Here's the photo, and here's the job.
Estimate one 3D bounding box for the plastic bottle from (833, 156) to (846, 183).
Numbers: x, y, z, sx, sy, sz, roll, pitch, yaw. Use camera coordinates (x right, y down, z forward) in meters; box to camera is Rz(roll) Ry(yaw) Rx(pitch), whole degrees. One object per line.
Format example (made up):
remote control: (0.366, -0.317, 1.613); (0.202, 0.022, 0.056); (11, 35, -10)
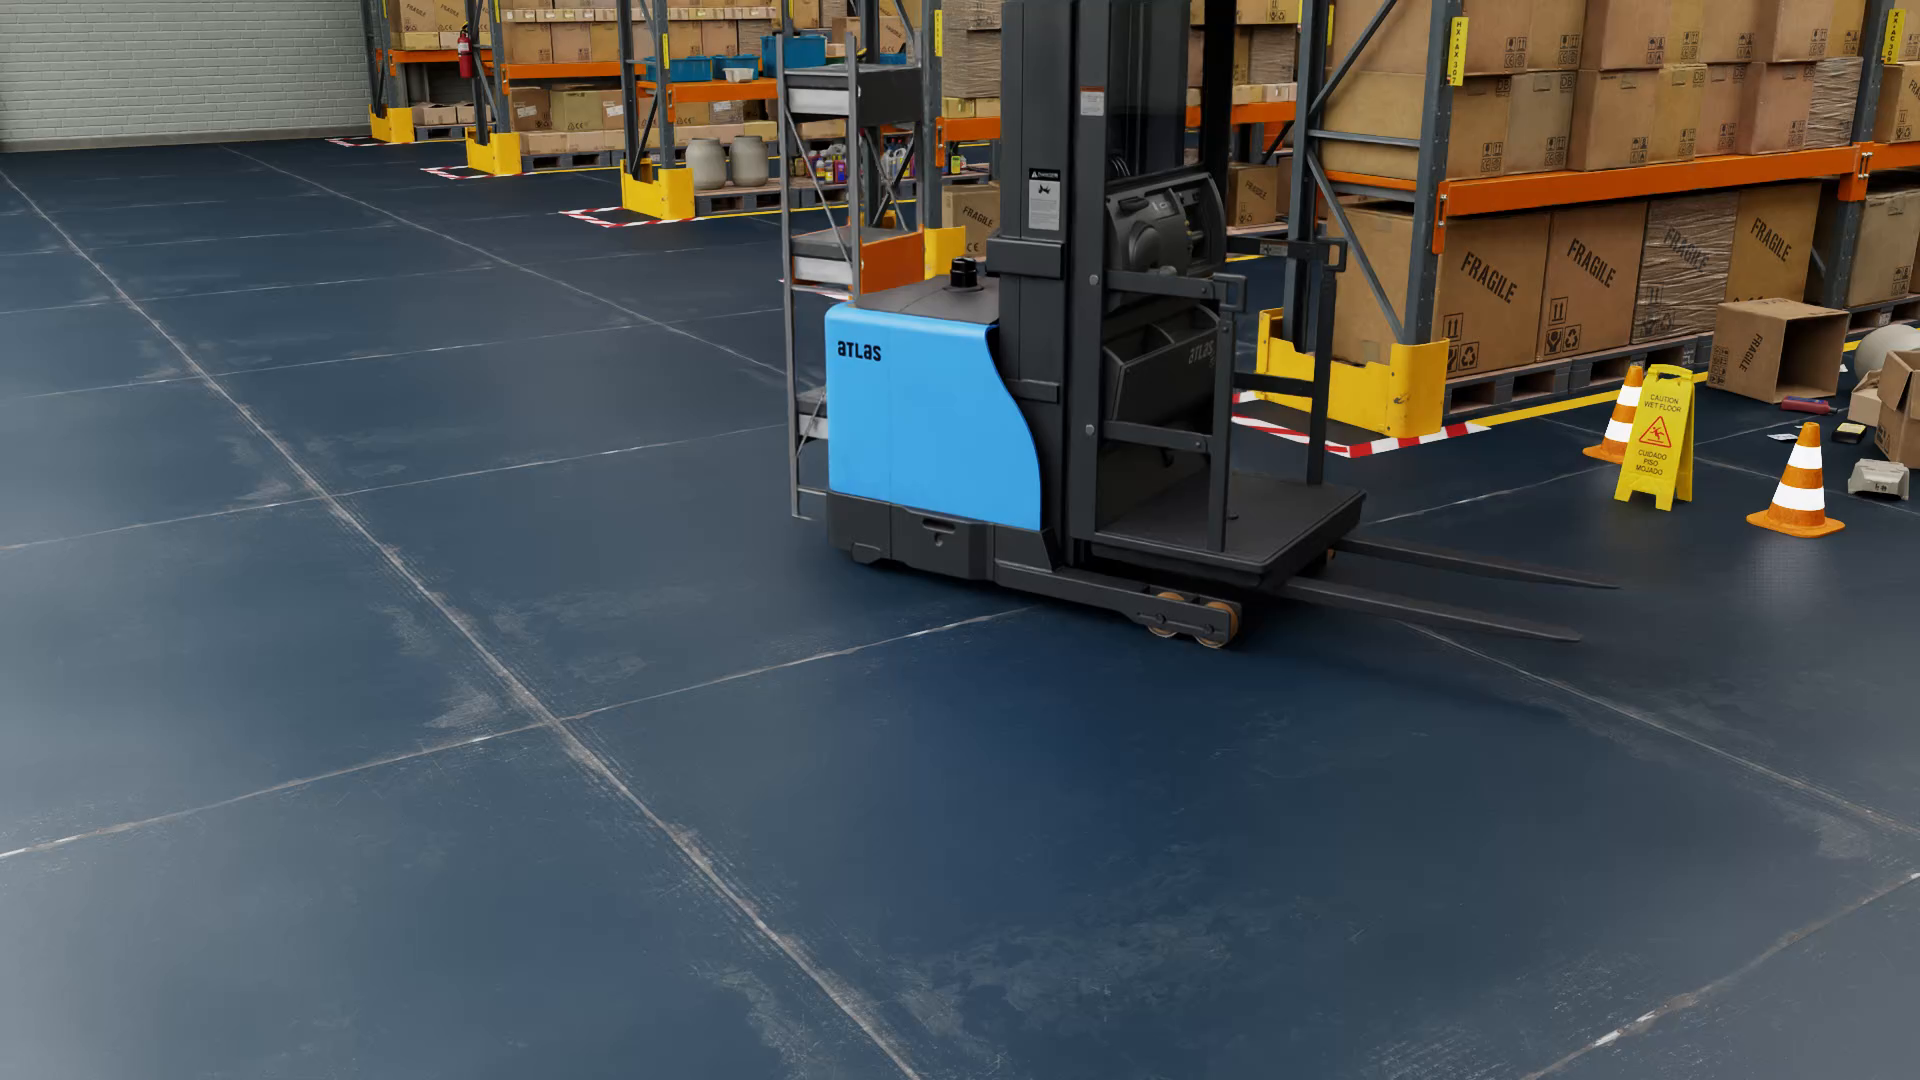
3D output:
plastic bottle: (-1.300, -4.004, 17.958); (0.133, 0.283, 0.061); (-11, 22, -31)

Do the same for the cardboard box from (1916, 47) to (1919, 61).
cardboard box: (6.364, -3.547, 11.337); (0.500, 0.500, 0.700); (-12, 22, -32)

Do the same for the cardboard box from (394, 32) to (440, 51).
cardboard box: (-8.051, -7.400, 24.654); (0.500, 0.250, 0.500); (-13, 22, -33)

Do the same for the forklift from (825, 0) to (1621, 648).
forklift: (0.961, -1.188, 6.182); (3.031, 2.935, 1.130); (11, 22, 30)

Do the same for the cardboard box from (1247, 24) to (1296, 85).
cardboard box: (2.471, -4.316, 14.708); (0.500, 0.500, 0.875); (-12, 22, -31)

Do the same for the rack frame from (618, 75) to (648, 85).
rack frame: (-5.292, -8.165, 26.714); (0.127, 3.000, 1.000); (-12, 22, -31)

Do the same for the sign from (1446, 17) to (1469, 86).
sign: (2.483, -2.440, 8.302); (0.005, 0.325, 0.100); (-12, 22, -31)

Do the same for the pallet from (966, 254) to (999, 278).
pallet: (0.301, -2.312, 13.754); (1.213, 0.211, 1.003); (-12, 22, -31)

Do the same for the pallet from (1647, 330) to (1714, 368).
pallet: (4.846, -1.412, 11.092); (1.213, 0.211, 1.003); (-12, 22, -31)

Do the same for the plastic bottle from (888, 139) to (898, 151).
plastic bottle: (-0.746, -4.438, 19.137); (0.185, 0.351, 0.144); (-11, 22, -30)

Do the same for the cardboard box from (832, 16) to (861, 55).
cardboard box: (-1.474, -7.112, 23.442); (0.500, 0.500, 0.500); (-10, 21, -28)

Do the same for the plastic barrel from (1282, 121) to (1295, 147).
plastic barrel: (4.319, -5.455, 21.924); (0.421, 0.512, 0.421); (0, 19, 0)

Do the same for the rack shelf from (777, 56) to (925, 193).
rack shelf: (-0.459, -1.780, 7.089); (0.431, 0.518, 0.480); (11, 22, 30)

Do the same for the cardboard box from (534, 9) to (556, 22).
cardboard box: (-5.240, -6.550, 20.766); (0.250, 0.149, 0.380); (-13, 22, -33)

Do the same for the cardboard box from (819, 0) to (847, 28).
cardboard box: (-2.339, -9.040, 28.459); (0.500, 0.500, 0.700); (-15, 24, -38)

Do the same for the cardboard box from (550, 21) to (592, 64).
cardboard box: (-5.073, -6.356, 21.207); (0.500, 0.500, 0.700); (-11, 22, -30)

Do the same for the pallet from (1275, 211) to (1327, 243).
pallet: (3.530, -3.007, 15.810); (1.213, 0.211, 1.003); (-12, 22, -31)

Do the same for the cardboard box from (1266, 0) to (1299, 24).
cardboard box: (2.656, -4.700, 14.281); (0.500, 0.500, 0.500); (-12, 22, -31)

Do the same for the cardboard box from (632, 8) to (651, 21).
cardboard box: (-4.175, -6.773, 21.427); (0.250, 0.149, 0.380); (-12, 22, -31)

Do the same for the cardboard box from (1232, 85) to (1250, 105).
cardboard box: (2.259, -3.812, 14.229); (0.250, 0.149, 0.380); (-12, 22, -31)

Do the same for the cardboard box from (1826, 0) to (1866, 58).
cardboard box: (5.197, -3.373, 10.618); (0.550, 0.550, 0.875); (-12, 22, -31)

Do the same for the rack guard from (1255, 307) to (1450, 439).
rack guard: (2.163, -0.953, 9.284); (0.348, 0.500, 1.175); (-12, 22, -31)

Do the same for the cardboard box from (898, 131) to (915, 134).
cardboard box: (-0.808, -6.013, 23.985); (0.500, 0.250, 0.500); (-11, 22, -30)

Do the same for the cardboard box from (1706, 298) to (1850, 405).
cardboard box: (4.792, -1.115, 9.759); (0.500, 0.500, 0.500); (-8, 20, -22)

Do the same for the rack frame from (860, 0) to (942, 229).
rack frame: (-0.460, -3.486, 12.873); (0.127, 3.000, 1.000); (-12, 22, -31)

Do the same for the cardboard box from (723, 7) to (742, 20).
cardboard box: (-3.099, -7.001, 22.100); (0.250, 0.149, 0.380); (-13, 22, -33)

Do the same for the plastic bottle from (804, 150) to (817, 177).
plastic bottle: (-1.666, -4.207, 18.571); (0.135, 0.276, 0.152); (-12, 22, -31)

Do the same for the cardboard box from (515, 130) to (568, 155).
cardboard box: (-5.335, -5.068, 21.189); (0.500, 0.250, 0.500); (-12, 22, -31)

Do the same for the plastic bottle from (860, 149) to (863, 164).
plastic bottle: (-1.156, -4.259, 18.725); (0.135, 0.276, 0.152); (-12, 22, -31)

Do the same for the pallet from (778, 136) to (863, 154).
pallet: (-1.971, -5.660, 23.658); (1.213, 0.211, 1.003); (-12, 22, -31)

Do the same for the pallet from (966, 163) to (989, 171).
pallet: (0.791, -4.343, 19.762); (1.213, 0.211, 1.003); (-12, 22, -31)

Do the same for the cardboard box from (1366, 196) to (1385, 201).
cardboard box: (3.814, -3.396, 15.823); (0.500, 0.500, 0.700); (-12, 22, -32)

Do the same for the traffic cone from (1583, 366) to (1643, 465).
traffic cone: (3.408, -0.654, 8.455); (0.334, 0.463, 0.336); (-12, 22, -31)

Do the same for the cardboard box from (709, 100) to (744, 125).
cardboard box: (-3.256, -5.868, 22.384); (0.500, 0.500, 0.500); (-12, 22, -31)

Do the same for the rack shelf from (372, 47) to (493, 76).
rack shelf: (-6.963, -7.472, 25.787); (4.000, 0.370, 1.077); (-12, 22, -31)

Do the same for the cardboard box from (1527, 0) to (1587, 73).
cardboard box: (2.923, -2.901, 9.221); (0.550, 0.550, 0.875); (-12, 22, -31)

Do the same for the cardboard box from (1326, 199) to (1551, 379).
cardboard box: (2.713, -1.471, 9.575); (0.875, 0.875, 0.875); (-12, 22, -31)

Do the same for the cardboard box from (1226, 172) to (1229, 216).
cardboard box: (2.050, -3.043, 14.809); (0.500, 0.500, 0.500); (-5, 19, -14)

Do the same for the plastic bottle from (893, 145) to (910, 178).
plastic bottle: (-0.653, -4.188, 18.398); (0.185, 0.351, 0.144); (-12, 22, -32)

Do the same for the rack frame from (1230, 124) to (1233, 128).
rack frame: (4.117, -8.250, 26.965); (0.127, 3.000, 1.000); (-12, 22, -31)

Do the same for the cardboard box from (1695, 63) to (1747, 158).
cardboard box: (4.260, -2.682, 10.262); (0.550, 0.550, 0.875); (-12, 22, -31)

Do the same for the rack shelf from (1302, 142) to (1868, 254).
rack shelf: (3.854, -2.153, 10.053); (4.000, 0.370, 1.077); (-12, 22, -31)

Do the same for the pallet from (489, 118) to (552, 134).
pallet: (-6.854, -6.500, 26.143); (1.213, 0.211, 1.003); (-12, 22, -31)

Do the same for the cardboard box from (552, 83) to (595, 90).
cardboard box: (-6.137, -6.996, 26.471); (0.500, 0.500, 0.500); (-14, 23, -35)

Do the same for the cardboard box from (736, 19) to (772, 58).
cardboard box: (-2.932, -6.809, 22.544); (0.500, 0.500, 0.700); (-13, 22, -33)

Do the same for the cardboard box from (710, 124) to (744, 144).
cardboard box: (-3.255, -5.512, 22.502); (0.500, 0.250, 0.500); (-12, 22, -31)

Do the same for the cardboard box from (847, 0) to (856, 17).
cardboard box: (-1.702, -9.221, 29.186); (0.500, 0.500, 0.500); (-12, 22, -31)

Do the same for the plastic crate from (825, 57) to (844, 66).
plastic crate: (-1.133, -5.251, 18.426); (0.662, 0.188, 0.450); (-12, 22, -31)

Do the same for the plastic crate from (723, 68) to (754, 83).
plastic crate: (-2.260, -4.758, 17.045); (0.250, 0.136, 0.298); (-12, 22, -31)

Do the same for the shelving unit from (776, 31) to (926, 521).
shelving unit: (-0.459, -1.130, 7.309); (0.431, 2.100, 0.503); (11, 22, 30)

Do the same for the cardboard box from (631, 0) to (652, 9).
cardboard box: (-4.189, -7.158, 21.552); (0.500, 0.500, 0.700); (-12, 22, -31)

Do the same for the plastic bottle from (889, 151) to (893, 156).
plastic bottle: (-0.731, -4.179, 18.476); (0.133, 0.283, 0.061); (-12, 22, -31)
